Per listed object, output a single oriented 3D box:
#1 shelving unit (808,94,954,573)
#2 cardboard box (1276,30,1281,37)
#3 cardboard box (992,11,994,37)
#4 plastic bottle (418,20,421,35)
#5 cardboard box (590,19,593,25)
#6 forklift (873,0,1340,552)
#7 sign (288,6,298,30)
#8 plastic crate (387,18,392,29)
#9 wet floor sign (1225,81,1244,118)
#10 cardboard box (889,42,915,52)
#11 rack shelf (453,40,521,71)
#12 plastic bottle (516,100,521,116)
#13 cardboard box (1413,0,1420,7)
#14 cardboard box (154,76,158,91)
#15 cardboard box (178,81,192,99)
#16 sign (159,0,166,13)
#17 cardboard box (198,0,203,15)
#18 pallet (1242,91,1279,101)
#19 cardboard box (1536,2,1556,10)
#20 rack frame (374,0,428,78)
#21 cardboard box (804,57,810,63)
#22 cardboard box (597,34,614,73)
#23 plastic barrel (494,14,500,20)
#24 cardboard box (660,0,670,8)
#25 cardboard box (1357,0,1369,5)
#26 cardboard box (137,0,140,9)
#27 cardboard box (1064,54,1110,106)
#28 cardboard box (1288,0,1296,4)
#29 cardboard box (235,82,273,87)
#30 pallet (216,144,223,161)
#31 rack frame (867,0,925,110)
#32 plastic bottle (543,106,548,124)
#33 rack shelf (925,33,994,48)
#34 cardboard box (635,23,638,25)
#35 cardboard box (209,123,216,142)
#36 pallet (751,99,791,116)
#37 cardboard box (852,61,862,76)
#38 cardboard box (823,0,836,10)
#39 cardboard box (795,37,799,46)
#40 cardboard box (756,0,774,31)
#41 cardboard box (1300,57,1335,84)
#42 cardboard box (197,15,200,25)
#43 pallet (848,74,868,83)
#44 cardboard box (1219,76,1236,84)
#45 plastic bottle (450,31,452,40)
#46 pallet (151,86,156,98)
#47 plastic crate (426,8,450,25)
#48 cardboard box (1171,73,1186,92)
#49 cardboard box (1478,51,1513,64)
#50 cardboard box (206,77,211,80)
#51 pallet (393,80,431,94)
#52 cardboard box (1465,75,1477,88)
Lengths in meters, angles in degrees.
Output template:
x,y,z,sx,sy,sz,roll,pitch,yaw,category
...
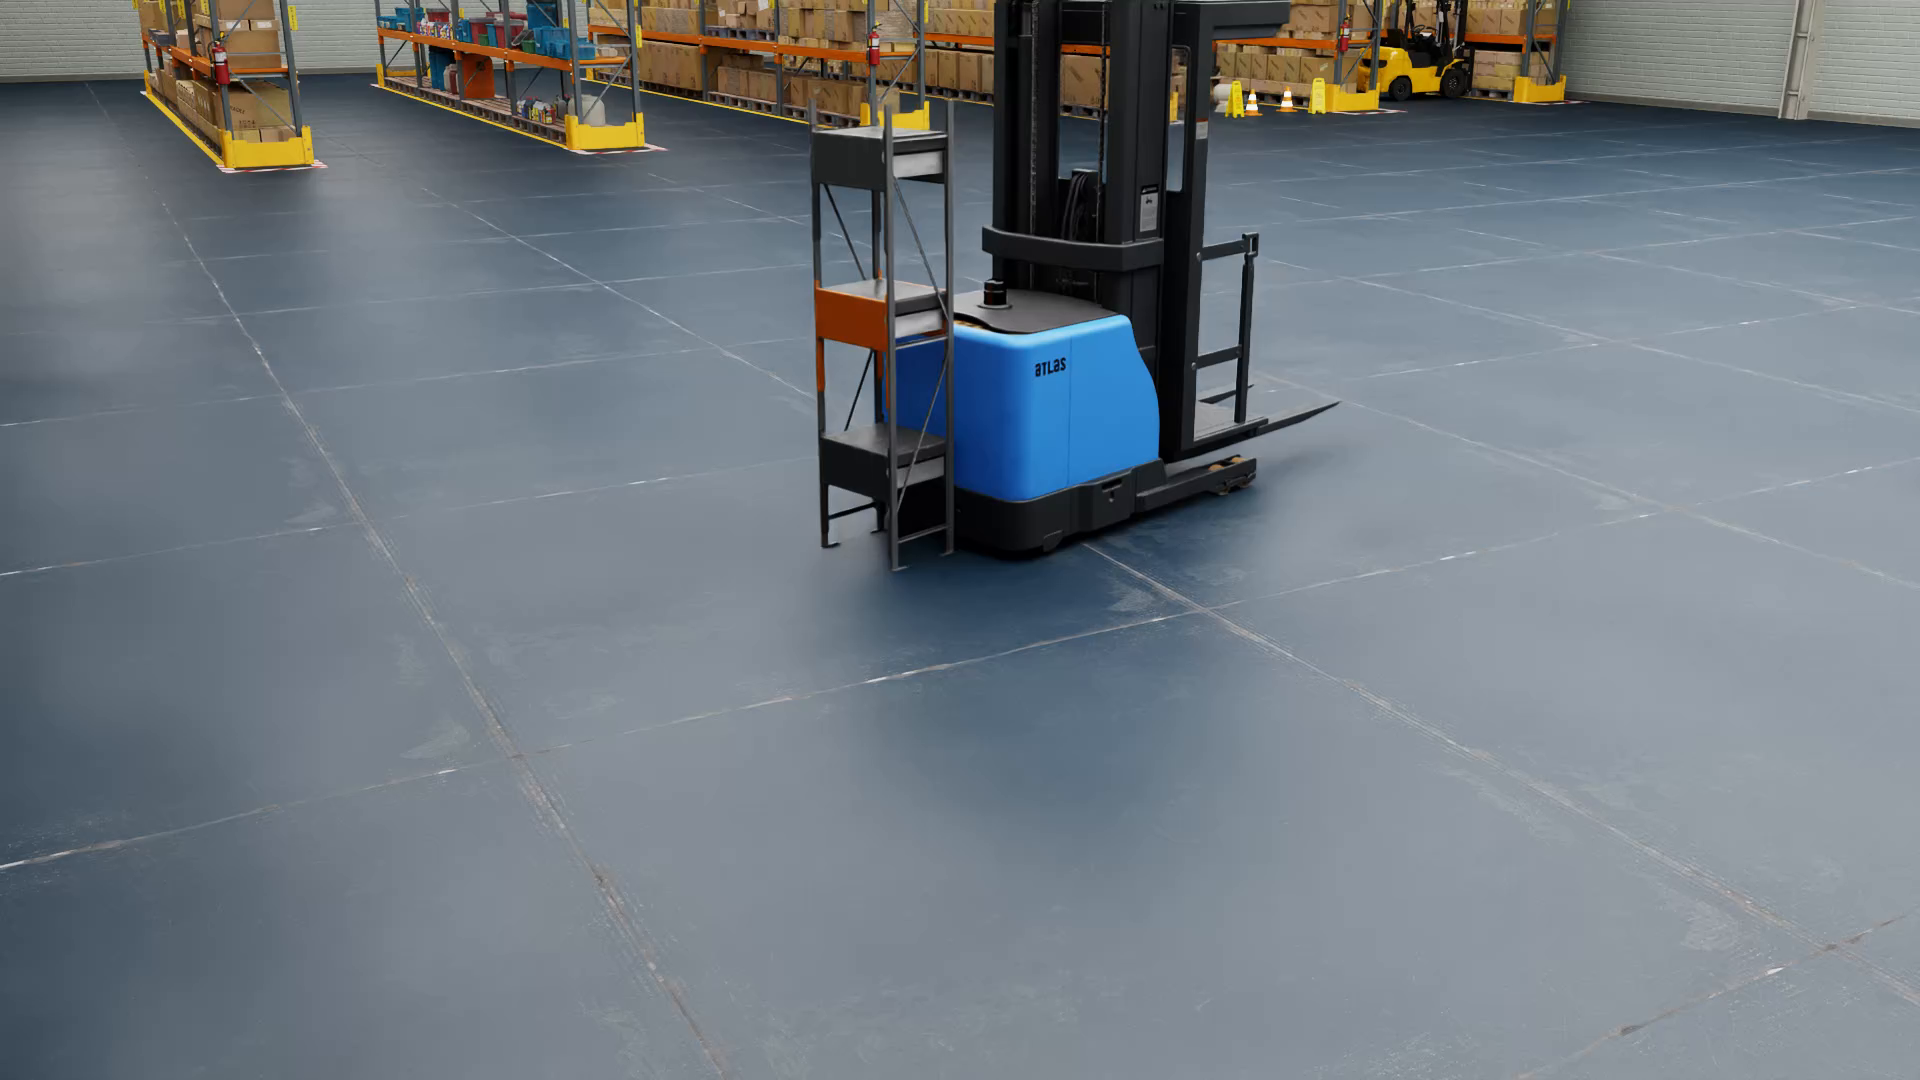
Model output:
x,y,z,sx,sy,sz,roll,pitch,yaw,category
-0.349,-0.942,7.642,0.503,2.100,0.431,18,26,42,shelving unit
6.593,-10.198,33.471,0.380,0.149,0.250,-10,21,-27,cardboard box
0.977,-10.308,33.254,0.500,0.500,0.500,-10,21,-27,cardboard box
-11.249,-10.678,34.657,0.061,0.283,0.133,-10,21,-27,plastic bottle
-8.773,-12.587,40.394,0.380,0.149,0.250,-10,21,-26,cardboard box
0.951,-1.723,8.632,1.130,2.935,3.031,18,26,42,forklift
-9.282,-7.263,23.132,0.100,0.325,0.005,-10,21,-27,sign
-12.557,-11.541,37.142,0.416,0.233,0.300,-10,21,-27,plastic crate
5.116,-8.190,30.877,0.267,0.644,0.232,-14,24,-36,wet floor sign
-0.979,-8.265,27.871,0.380,0.149,0.250,-10,21,-27,cardboard box
-8.262,-8.880,30.371,1.077,0.370,4.000,-10,21,-27,rack shelf
-7.546,-7.405,28.501,0.097,0.271,0.097,0,19,0,plastic bottle
10.179,-11.866,36.773,0.380,0.149,0.250,-9,21,-25,cardboard box
-16.348,-9.449,34.362,0.500,0.311,0.500,-10,21,-27,cardboard box
-13.325,-7.847,28.985,0.500,0.311,0.500,-11,22,-28,cardboard box
-14.045,-9.452,29.270,0.100,0.325,0.005,-10,21,-27,sign
-11.216,-8.269,25.356,0.700,0.500,0.500,-10,21,-27,cardboard box
6.118,-9.443,35.174,1.003,0.211,1.213,-10,21,-27,pallet
12.102,-11.062,34.442,0.380,0.149,0.250,-11,22,-28,cardboard box
-13.010,-12.091,38.573,1.000,3.000,0.127,-10,21,-27,rack frame
-3.705,-12.103,41.878,0.380,0.149,0.250,-11,22,-29,cardboard box
-8.277,-11.881,40.578,0.875,0.875,0.875,-10,21,-27,cardboard box
-8.535,-9.585,31.140,0.421,0.512,0.421,0,19,0,plastic barrel
-6.126,-11.851,36.185,0.797,0.503,0.637,-10,21,-26,cardboard box
9.327,-12.341,38.149,0.380,0.149,0.250,-11,22,-28,cardboard box
-17.393,-11.677,35.686,0.500,0.500,0.500,-9,21,-25,cardboard box
2.560,-8.635,31.172,0.875,0.875,0.875,-10,22,-28,cardboard box
6.667,-10.851,32.836,0.700,0.500,0.500,-10,22,-27,cardboard box
-10.792,-6.746,25.504,0.500,0.500,0.500,-10,21,-27,cardboard box
-10.173,-5.627,24.114,1.003,0.211,1.213,-10,21,-27,pallet
-1.054,-8.265,27.486,1.000,3.000,0.127,-10,21,-27,rack frame
-6.742,-6.912,27.054,0.061,0.283,0.133,-9,21,-25,plastic bottle
0.510,-10.387,34.737,1.077,0.370,4.000,-10,21,-27,rack shelf
-7.185,-11.628,37.616,0.380,0.149,0.250,-10,21,-26,cardboard box
-10.775,-6.024,24.561,0.500,0.250,0.500,-10,21,-27,cardboard box
-3.324,-8.319,31.915,1.003,0.211,1.213,-10,21,-27,pallet
-2.221,-11.213,39.217,0.500,0.500,0.500,-9,21,-25,cardboard box
-2.010,-9.332,28.435,0.500,0.500,0.500,-10,21,-27,cardboard box
-2.738,-8.975,29.927,0.380,0.149,0.250,-10,21,-27,cardboard box
-3.207,-10.145,31.371,1.000,1.000,1.000,-10,21,-26,cardboard box
7.058,-9.243,32.741,0.500,0.500,0.500,-10,21,-26,cardboard box
-11.472,-7.981,25.514,0.380,0.149,0.250,-11,22,-28,cardboard box
-1.968,-10.908,39.419,1.003,0.211,1.213,-10,21,-27,pallet
5.811,-9.636,35.030,0.500,0.250,0.500,-11,22,-29,cardboard box
-9.818,-9.787,32.199,0.097,0.201,0.097,0,19,0,plastic bottle
-16.956,-9.756,36.082,1.003,0.211,1.213,-10,21,-27,pallet
-11.314,-11.297,36.081,0.402,0.464,0.583,-10,21,-27,plastic crate
4.154,-9.064,33.418,0.797,0.637,0.503,-10,21,-27,cardboard box
11.294,-10.171,35.048,0.500,0.250,0.500,-10,21,-26,cardboard box
-13.537,-8.230,30.540,0.500,0.500,0.500,-9,21,-24,cardboard box
-12.077,-10.180,37.311,1.003,0.211,1.213,-10,21,-27,pallet
11.076,-9.844,35.633,0.500,0.250,0.500,-10,21,-26,cardboard box
